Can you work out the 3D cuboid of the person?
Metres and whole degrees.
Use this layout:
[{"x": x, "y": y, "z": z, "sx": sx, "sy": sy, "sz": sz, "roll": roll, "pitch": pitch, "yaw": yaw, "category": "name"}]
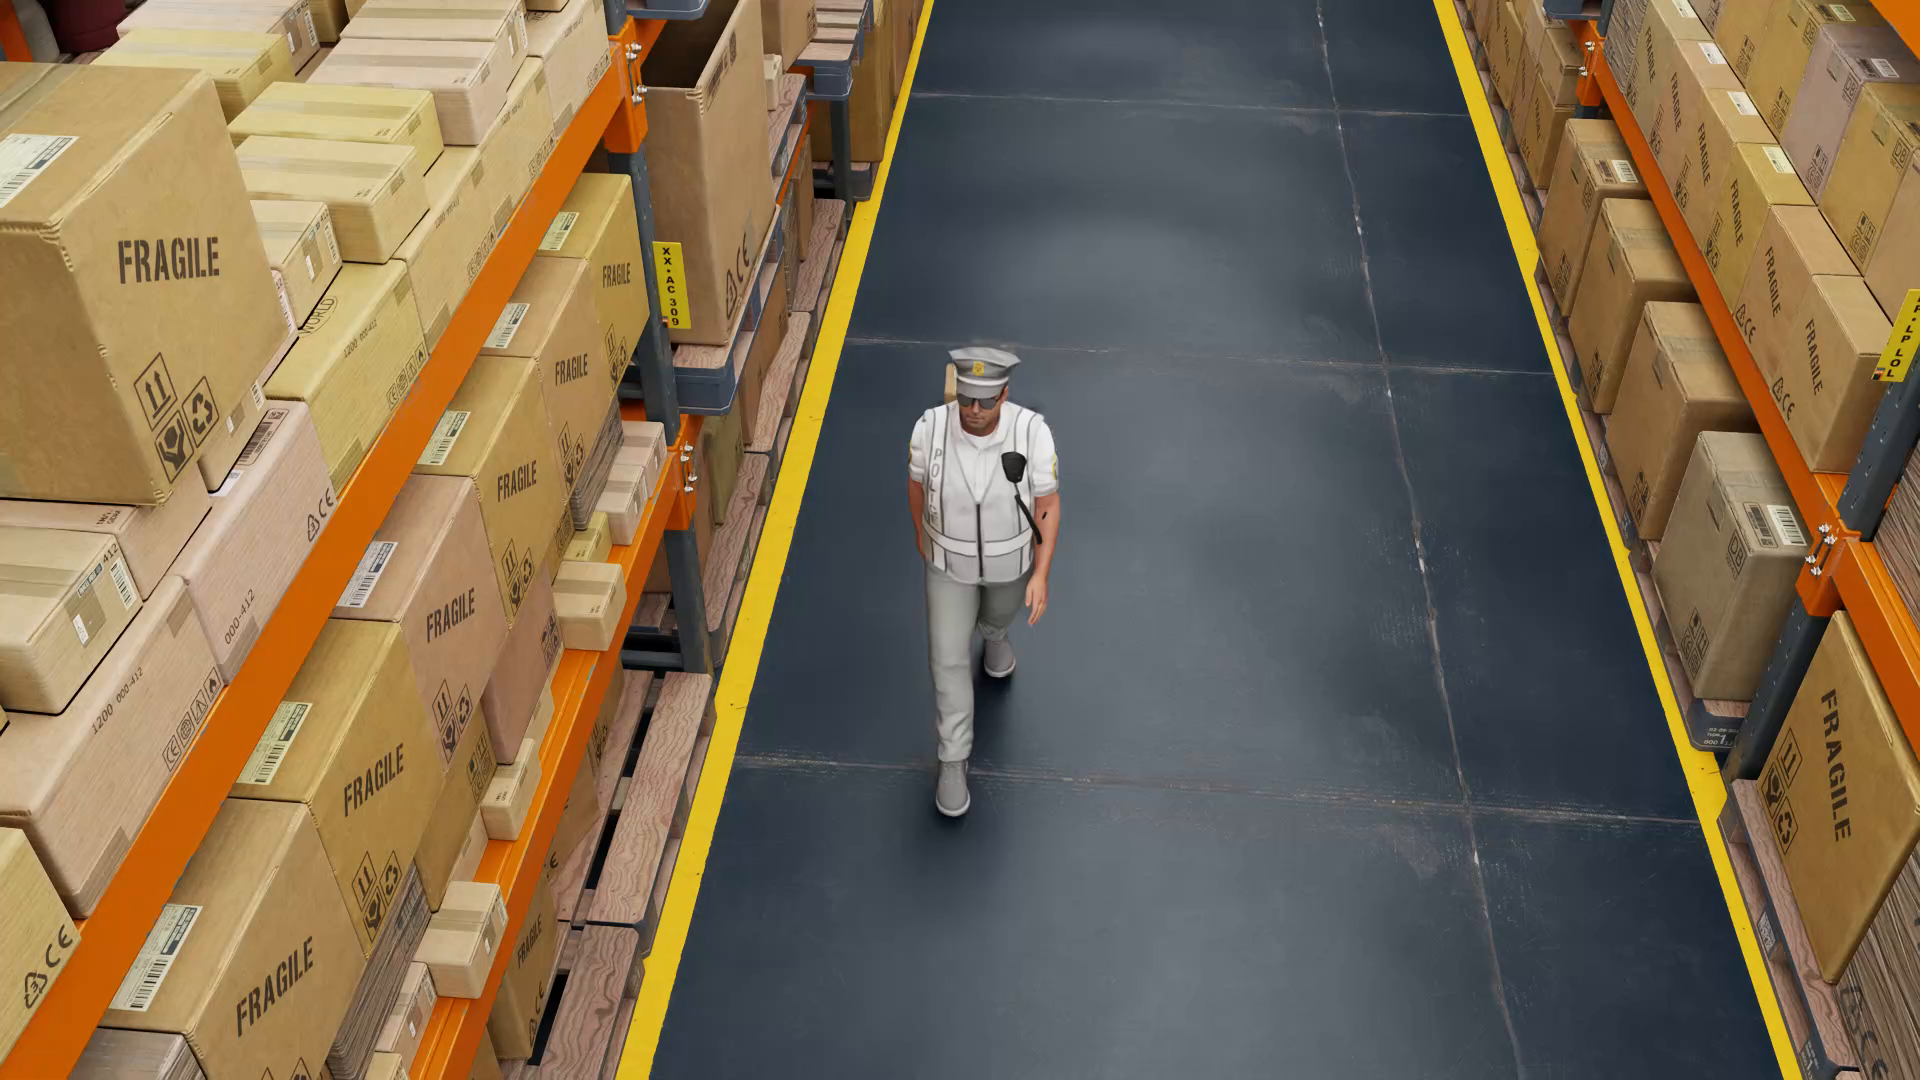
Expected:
[{"x": 0.084, "y": 0.062, "z": 6.041, "sx": 0.545, "sy": 1.710, "sz": 1.052, "roll": -1, "pitch": 40, "yaw": -1, "category": "person"}]
